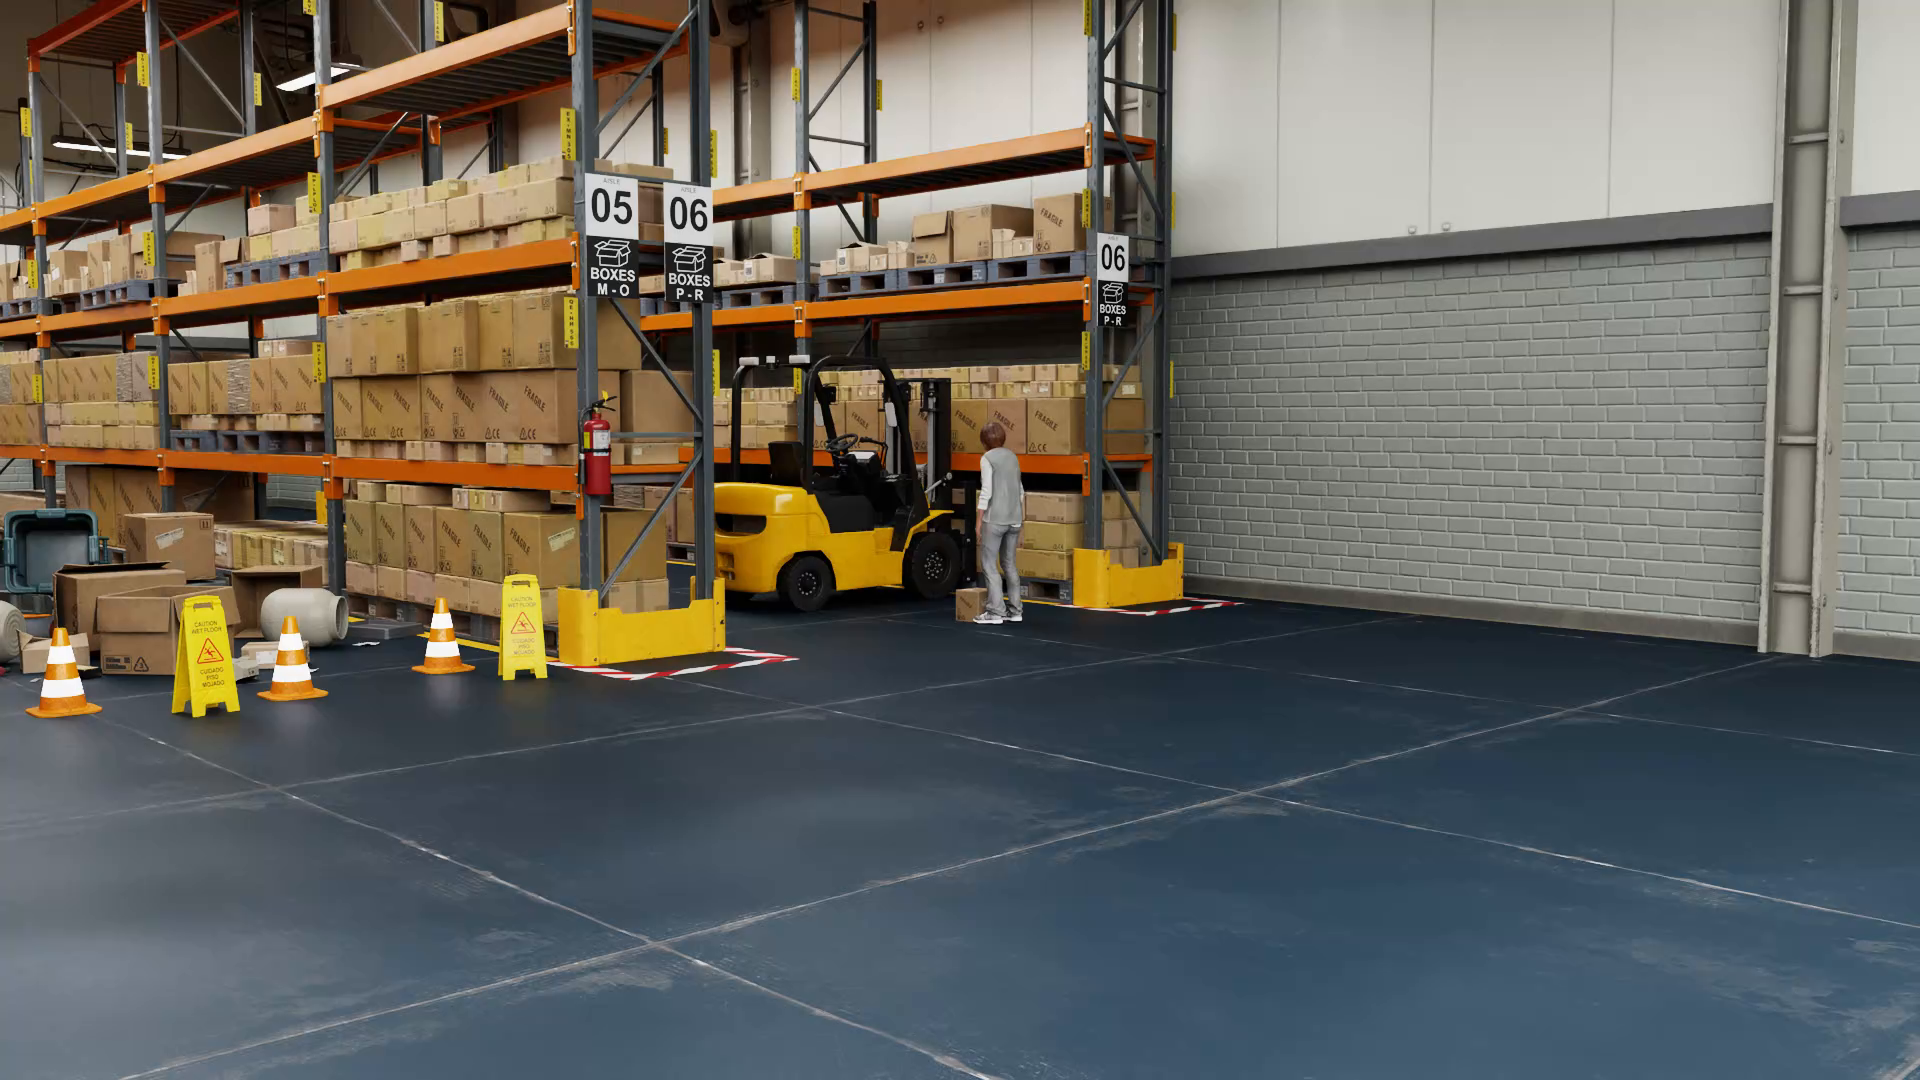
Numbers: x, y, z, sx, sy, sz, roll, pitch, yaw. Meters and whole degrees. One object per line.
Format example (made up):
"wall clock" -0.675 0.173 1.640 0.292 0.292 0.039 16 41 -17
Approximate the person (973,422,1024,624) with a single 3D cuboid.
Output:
"person" 0.311 -0.135 13.144 0.464 1.593 0.346 -4 6 -44
